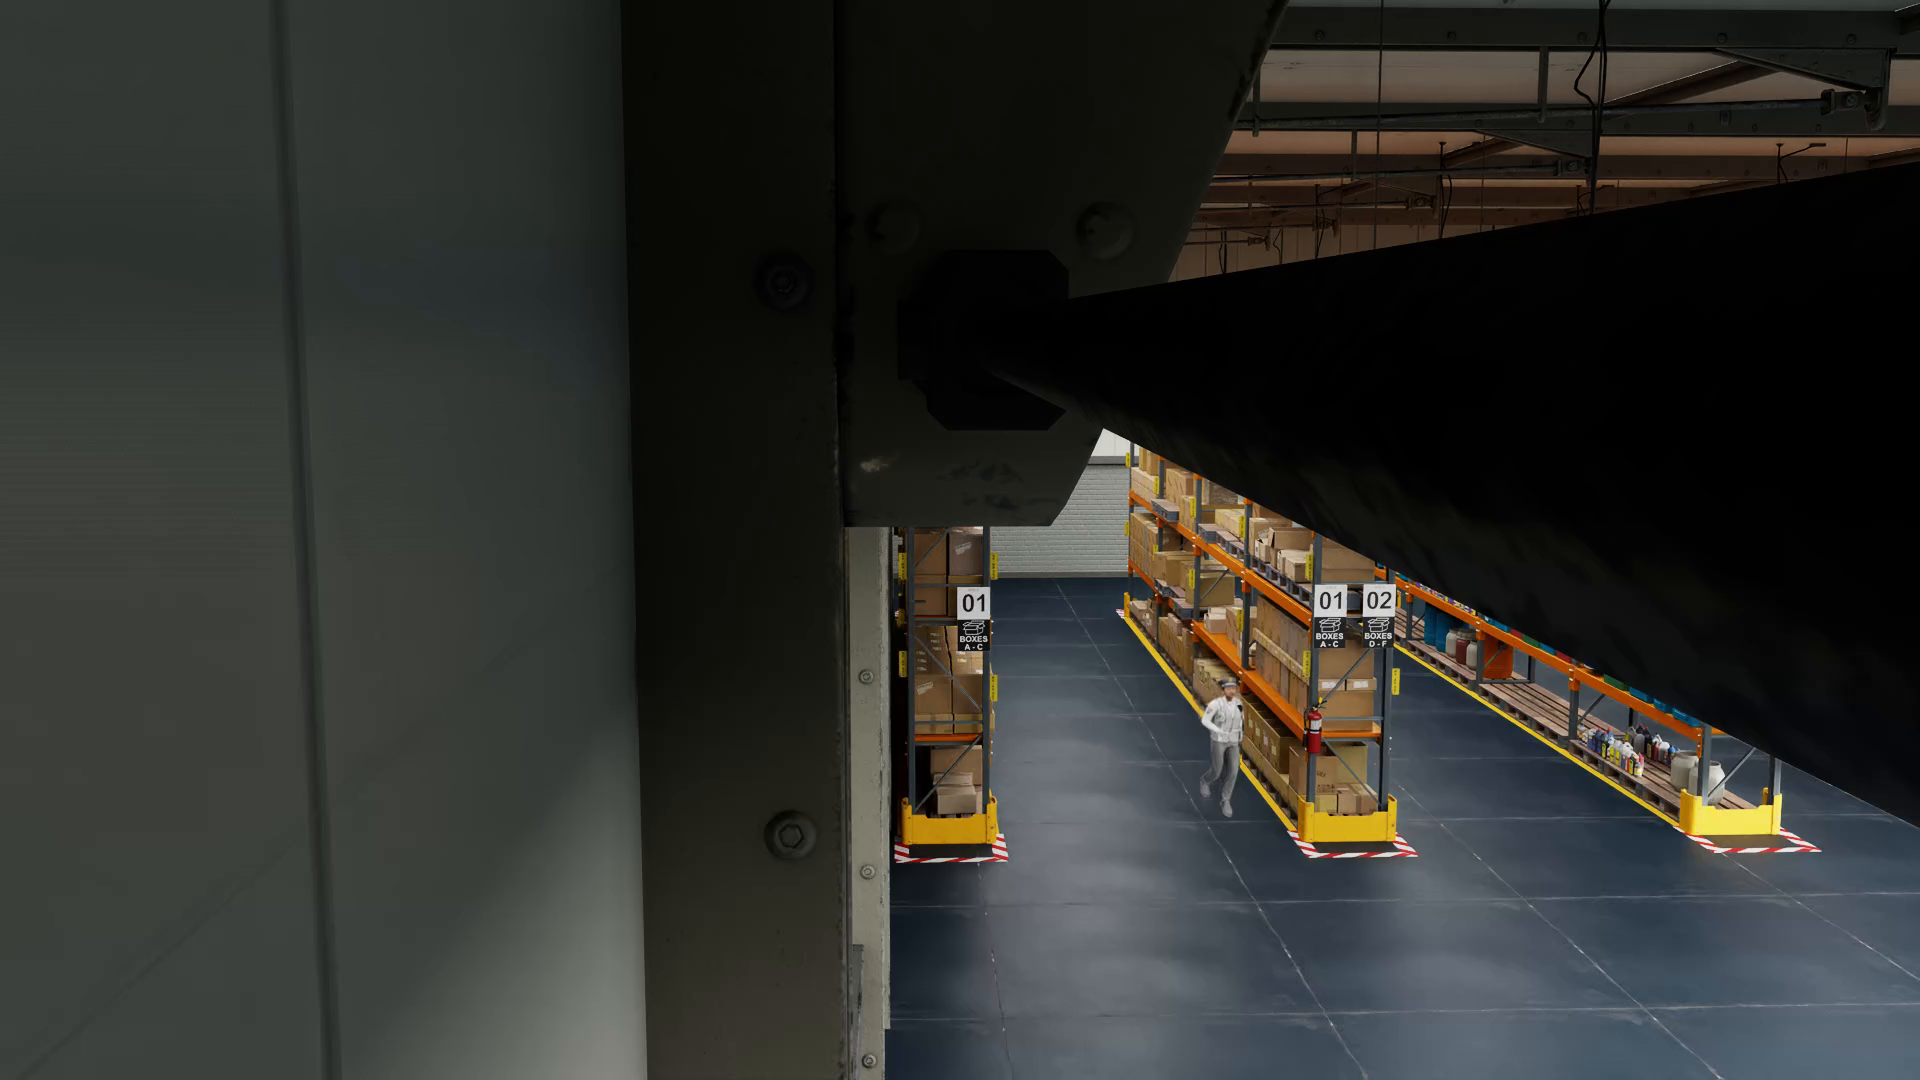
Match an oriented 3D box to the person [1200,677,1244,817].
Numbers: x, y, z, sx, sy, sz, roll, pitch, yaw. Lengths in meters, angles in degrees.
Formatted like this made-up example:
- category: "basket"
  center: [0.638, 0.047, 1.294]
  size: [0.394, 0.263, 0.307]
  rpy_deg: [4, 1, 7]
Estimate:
- category: "person"
  center: [3.328, 2.558, 21.014]
  size: [0.648, 1.730, 0.736]
  rpy_deg: [-2, 8, -17]
